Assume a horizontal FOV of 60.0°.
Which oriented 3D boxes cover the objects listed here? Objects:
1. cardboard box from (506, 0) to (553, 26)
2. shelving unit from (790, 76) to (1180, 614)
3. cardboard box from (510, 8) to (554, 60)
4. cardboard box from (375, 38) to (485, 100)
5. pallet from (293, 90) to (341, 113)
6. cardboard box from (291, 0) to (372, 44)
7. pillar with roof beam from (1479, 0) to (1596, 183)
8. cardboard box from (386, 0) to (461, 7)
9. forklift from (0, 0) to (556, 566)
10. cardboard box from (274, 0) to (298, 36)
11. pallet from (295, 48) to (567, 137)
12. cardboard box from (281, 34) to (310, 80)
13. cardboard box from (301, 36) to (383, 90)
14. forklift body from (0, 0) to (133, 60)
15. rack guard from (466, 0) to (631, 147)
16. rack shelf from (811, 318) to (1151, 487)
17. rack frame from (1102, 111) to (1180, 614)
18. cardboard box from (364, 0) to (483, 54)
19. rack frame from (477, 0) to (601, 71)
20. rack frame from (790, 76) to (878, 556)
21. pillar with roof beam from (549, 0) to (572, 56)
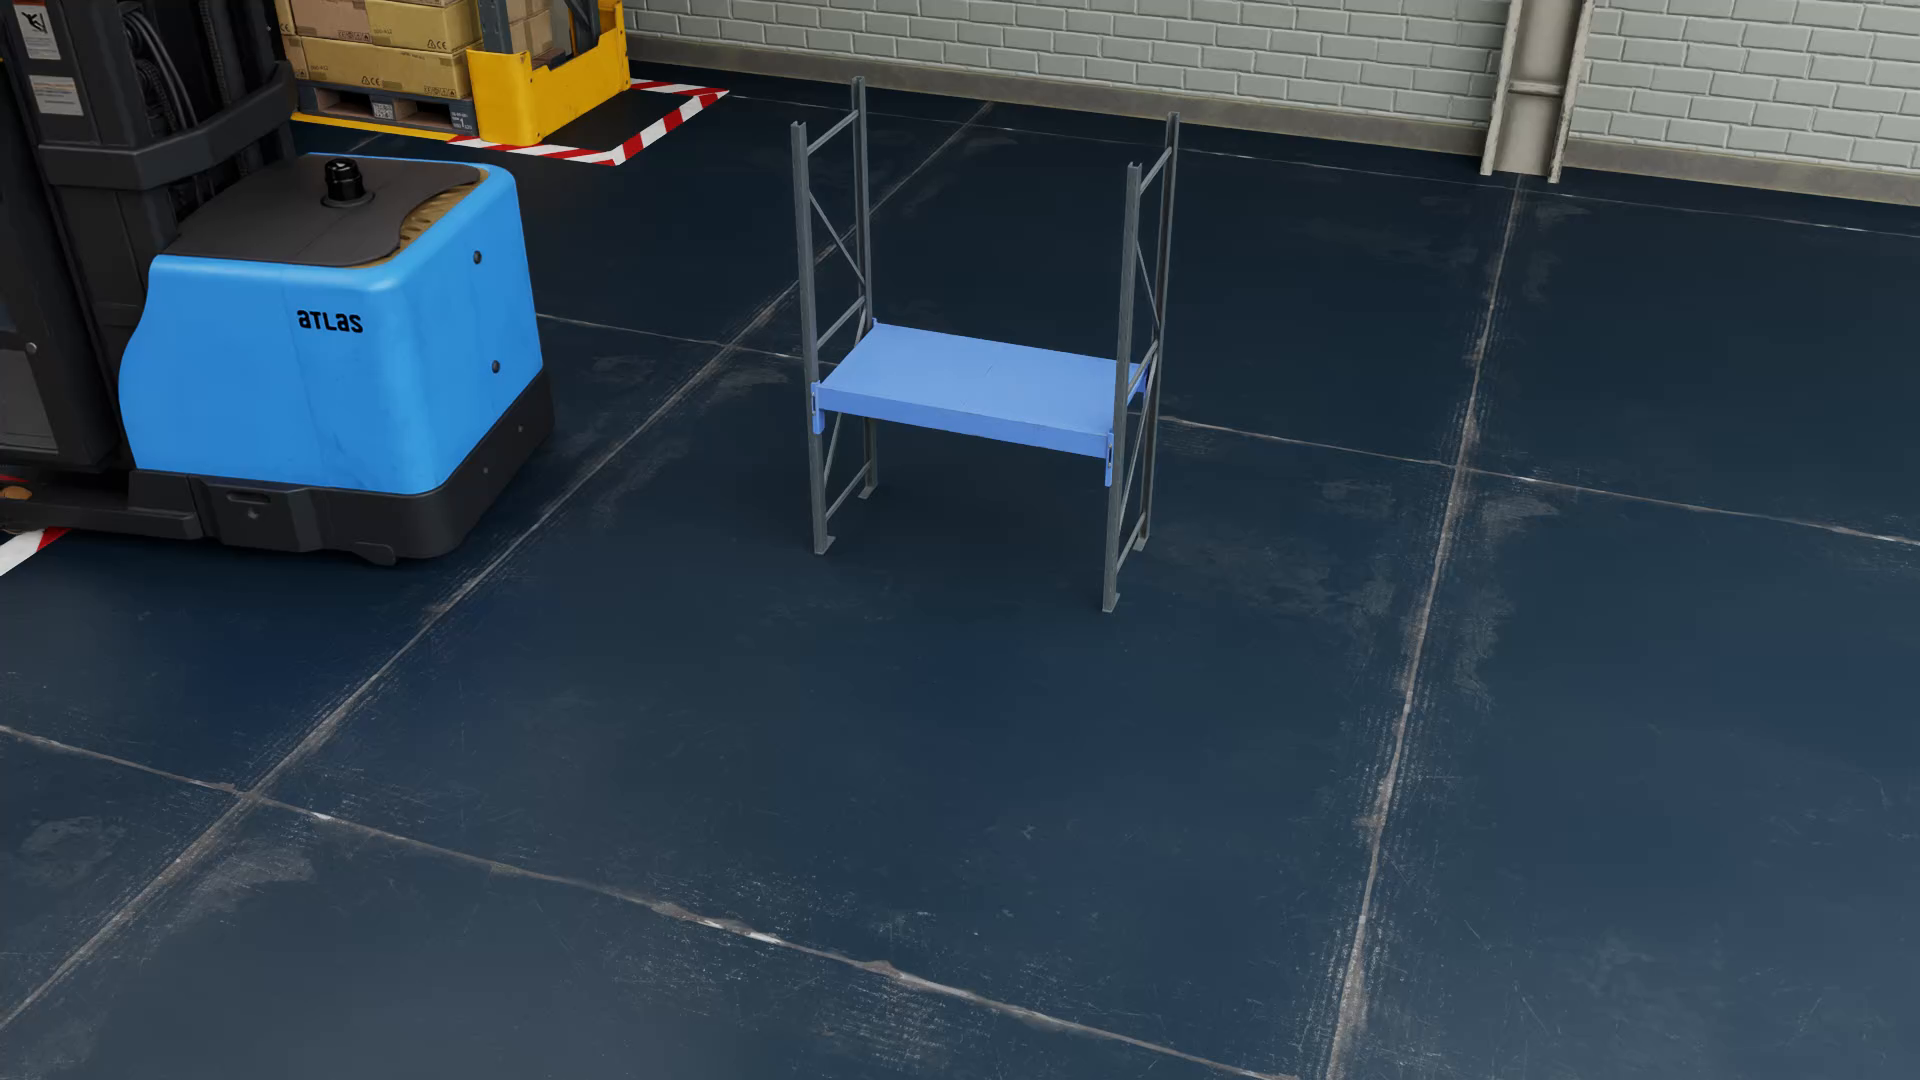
[{"bbox_3d":[-2.705,-3.155,9.558,0.500,0.250,0.500,12,35,17],"label":"cardboard box"},{"bbox_3d":[0.080,-0.614,5.319,1.048,1.500,0.538,11,34,16],"label":"shelving unit"},{"bbox_3d":[-2.729,-2.943,9.690,0.500,0.250,0.500,11,34,17],"label":"cardboard box"},{"bbox_3d":[-2.882,-2.678,9.280,0.500,0.250,0.500,11,35,17],"label":"cardboard box"},{"bbox_3d":[-4.211,-2.903,10.052,1.213,0.211,1.003,11,34,16],"label":"pallet"},{"bbox_3d":[-3.365,-2.990,9.302,0.500,0.250,0.500,11,34,16],"label":"cardboard box"},{"bbox_3d":[1.512,-3.544,2.942,0.400,9.000,9.100,11,34,16],"label":"pillar with roof beam"},{"bbox_3d":[-2.871,-3.098,9.009,0.500,0.250,0.500,12,35,18],"label":"cardboard box"},{"bbox_3d":[-3.100,-1.525,5.410,3.031,2.935,1.130,6,33,9],"label":"forklift"},{"bbox_3d":[-3.858,-3.074,9.432,0.500,0.250,0.500,10,34,15],"label":"cardboard box"},{"bbox_3d":[-3.067,-2.679,9.705,1.213,0.211,1.003,11,34,16],"label":"pallet"},{"bbox_3d":[-3.815,-2.870,9.577,0.500,0.250,0.500,11,35,17],"label":"cardboard box"},{"bbox_3d":[-3.347,-2.774,9.428,0.500,0.250,0.500,11,34,16],"label":"cardboard box"},{"bbox_3d":[-4.733,-2.791,8.089,1.214,2.155,2.313,11,34,16],"label":"forklift body"},{"bbox_3d":[-2.310,-2.677,9.436,0.348,0.500,1.175,11,34,16],"label":"rack guard"},{"bbox_3d":[0.080,-0.463,5.417,1.000,0.185,0.538,11,34,16],"label":"rack shelf"},{"bbox_3d":[0.559,-0.521,5.175,0.032,1.500,0.500,11,34,16],"label":"rack frame"},{"bbox_3d":[-2.896,-2.893,9.152,0.500,0.250,0.500,11,34,16],"label":"cardboard box"},{"bbox_3d":[-2.333,-3.732,8.765,0.127,3.000,1.000,11,34,16],"label":"rack frame"},{"bbox_3d":[-0.398,-0.707,5.463,0.032,1.500,0.500,11,34,16],"label":"rack frame"},{"bbox_3d":[-4.137,-4.642,4.643,0.400,9.000,9.100,11,34,16],"label":"pillar with roof beam"}]
